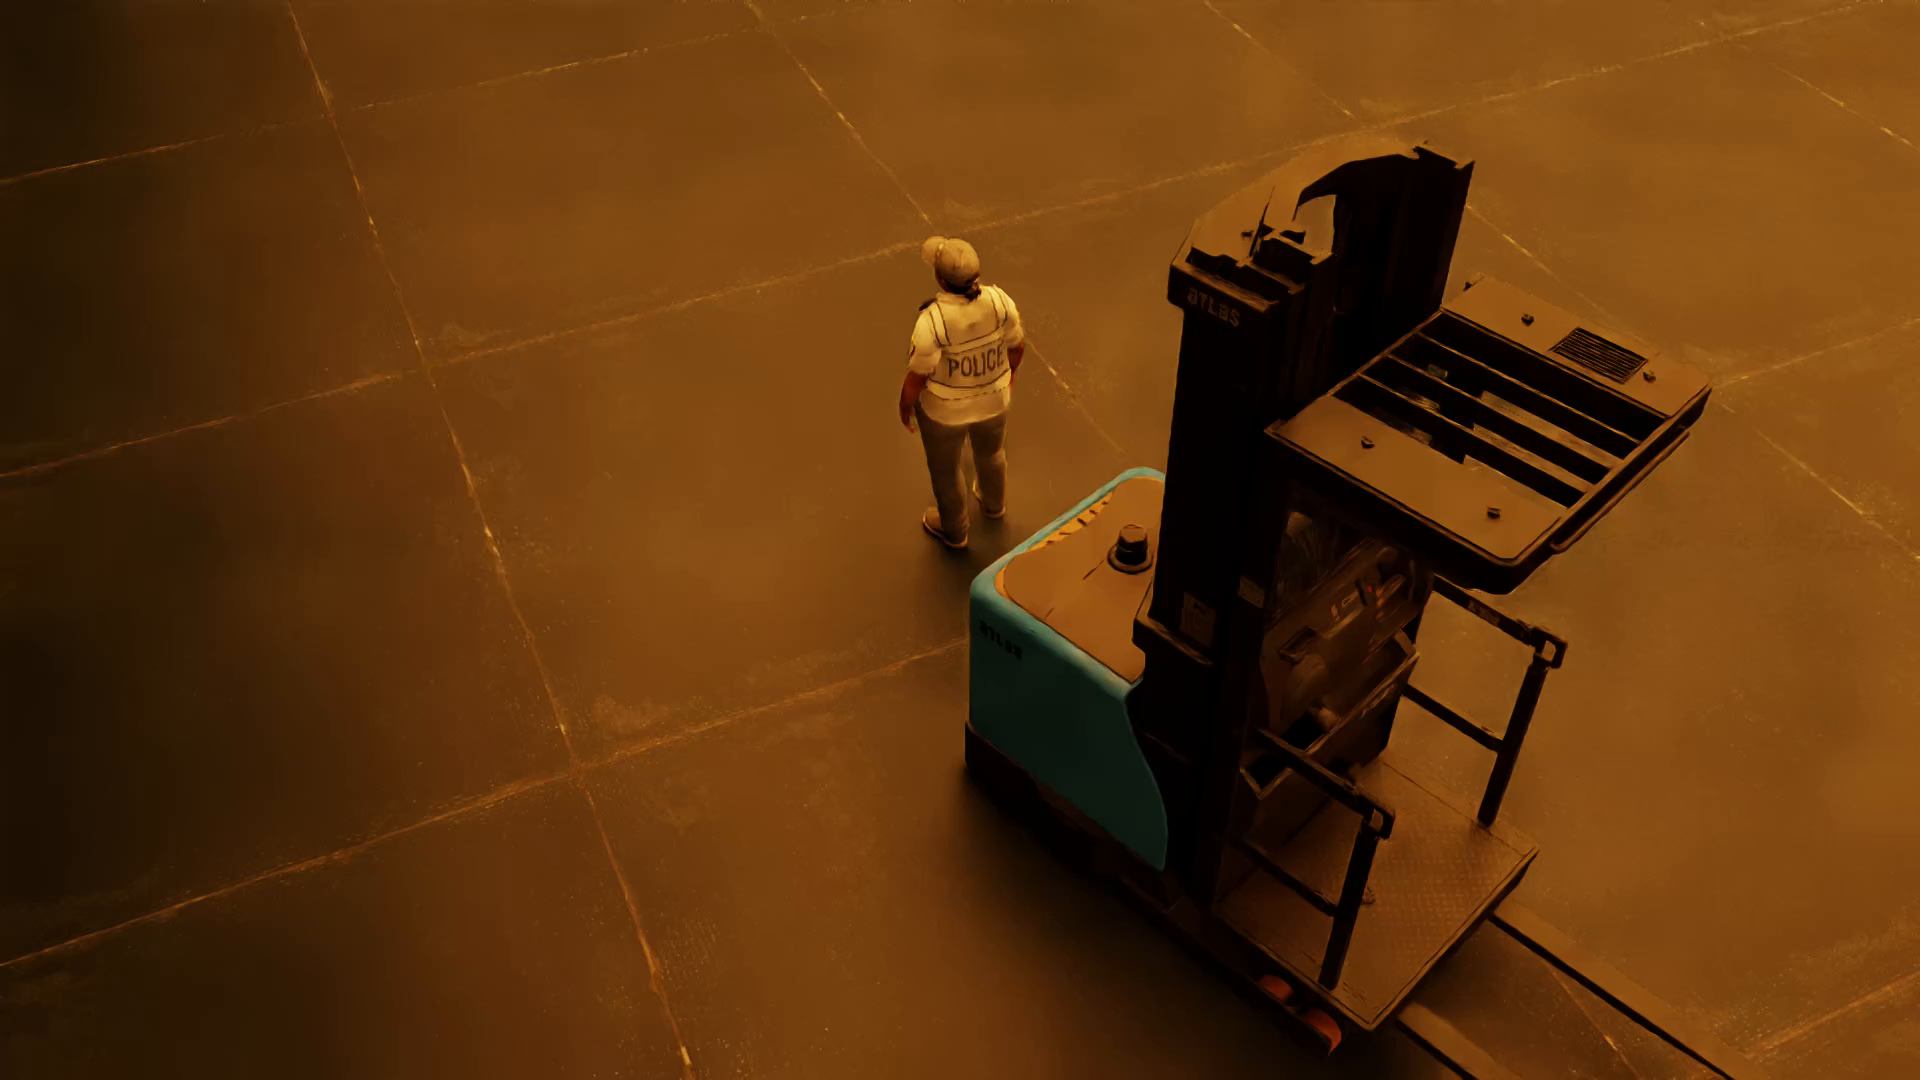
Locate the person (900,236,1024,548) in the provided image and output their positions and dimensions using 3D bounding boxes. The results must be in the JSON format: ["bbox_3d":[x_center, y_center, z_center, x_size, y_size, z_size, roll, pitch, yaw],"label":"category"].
[{"bbox_3d":[-0.012,-0.669,7.312,0.598,1.669,0.529,-18,46,-18],"label":"person"}]

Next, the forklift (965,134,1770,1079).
[{"bbox_3d":[1.417,0.342,5.314,1.130,2.935,3.031,-34,53,-31],"label":"forklift"}]
